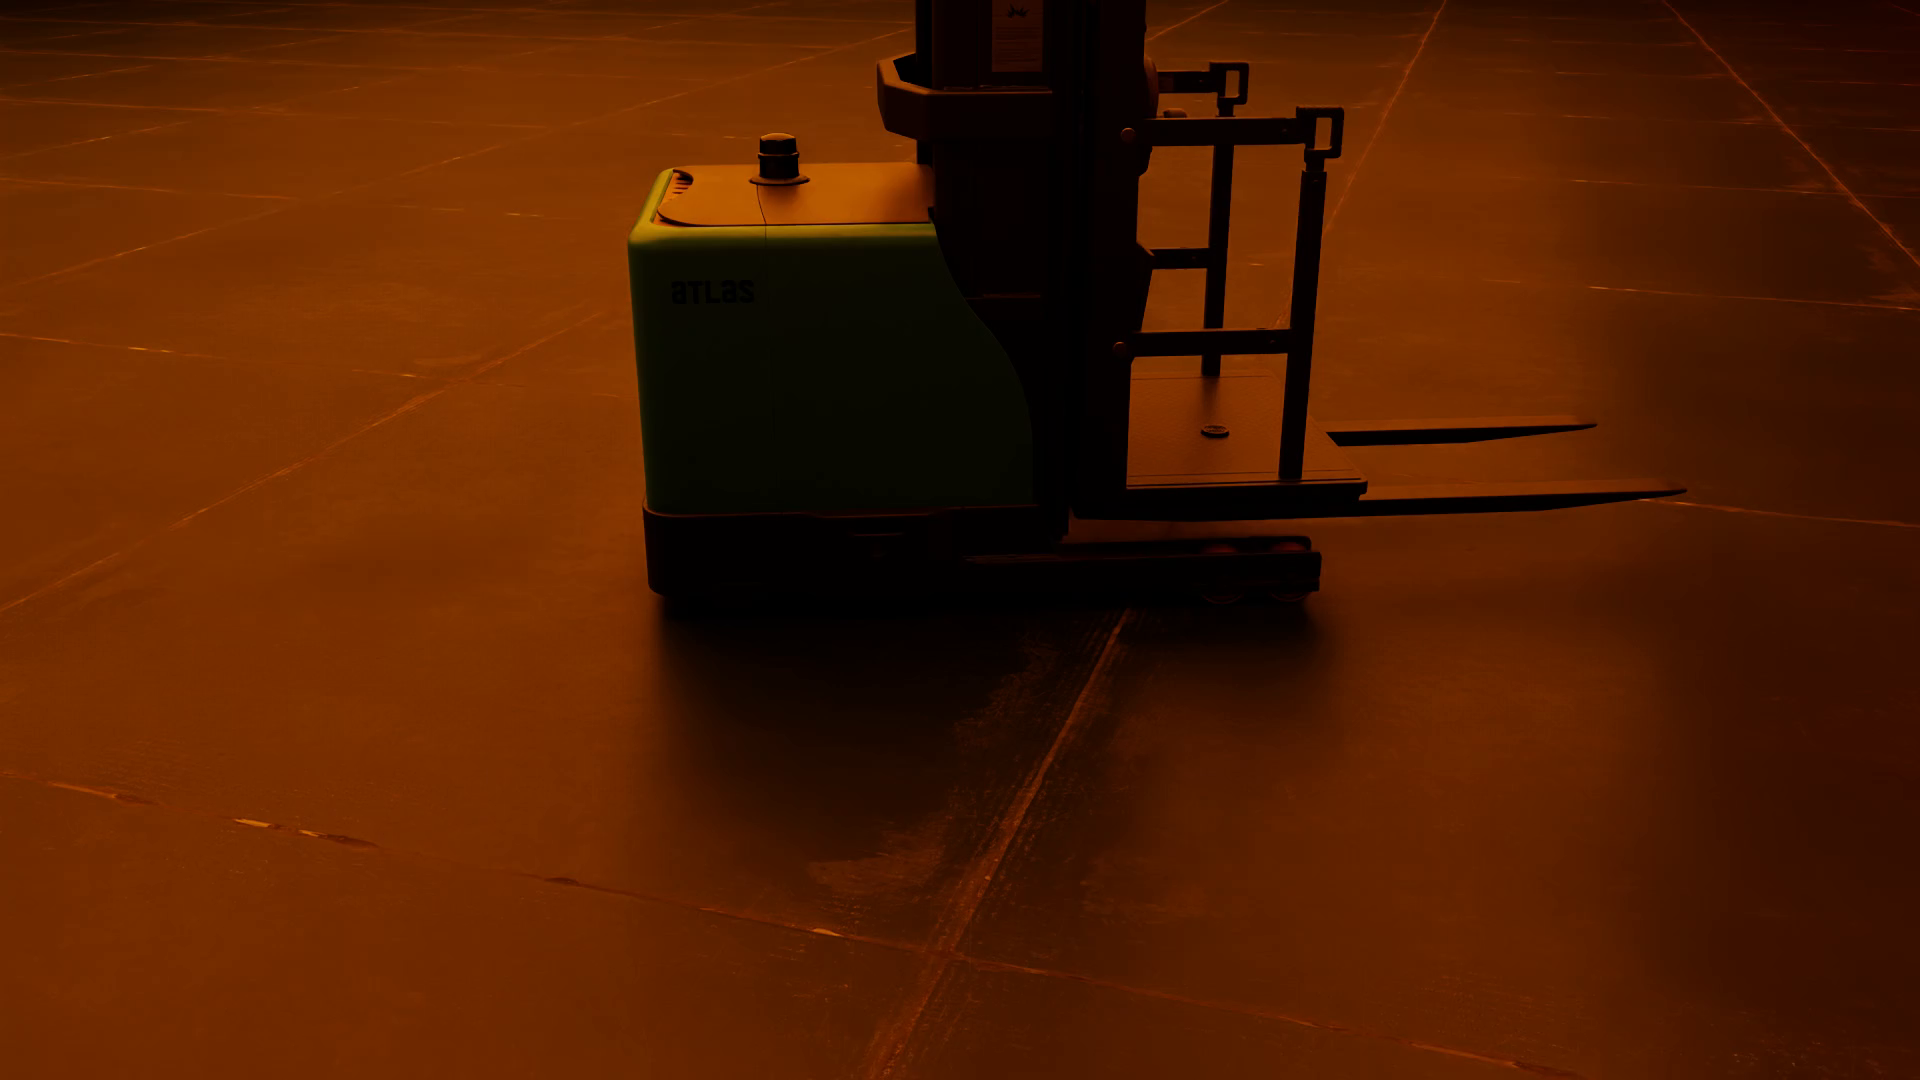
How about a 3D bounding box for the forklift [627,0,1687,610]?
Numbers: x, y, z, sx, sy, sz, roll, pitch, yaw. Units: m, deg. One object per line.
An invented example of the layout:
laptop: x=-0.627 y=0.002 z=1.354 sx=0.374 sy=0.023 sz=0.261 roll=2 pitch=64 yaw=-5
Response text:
forklift: x=0.606 y=-1.374 z=4.608 sx=3.031 sy=2.935 sz=1.130 roll=-2 pitch=23 yaw=-4
